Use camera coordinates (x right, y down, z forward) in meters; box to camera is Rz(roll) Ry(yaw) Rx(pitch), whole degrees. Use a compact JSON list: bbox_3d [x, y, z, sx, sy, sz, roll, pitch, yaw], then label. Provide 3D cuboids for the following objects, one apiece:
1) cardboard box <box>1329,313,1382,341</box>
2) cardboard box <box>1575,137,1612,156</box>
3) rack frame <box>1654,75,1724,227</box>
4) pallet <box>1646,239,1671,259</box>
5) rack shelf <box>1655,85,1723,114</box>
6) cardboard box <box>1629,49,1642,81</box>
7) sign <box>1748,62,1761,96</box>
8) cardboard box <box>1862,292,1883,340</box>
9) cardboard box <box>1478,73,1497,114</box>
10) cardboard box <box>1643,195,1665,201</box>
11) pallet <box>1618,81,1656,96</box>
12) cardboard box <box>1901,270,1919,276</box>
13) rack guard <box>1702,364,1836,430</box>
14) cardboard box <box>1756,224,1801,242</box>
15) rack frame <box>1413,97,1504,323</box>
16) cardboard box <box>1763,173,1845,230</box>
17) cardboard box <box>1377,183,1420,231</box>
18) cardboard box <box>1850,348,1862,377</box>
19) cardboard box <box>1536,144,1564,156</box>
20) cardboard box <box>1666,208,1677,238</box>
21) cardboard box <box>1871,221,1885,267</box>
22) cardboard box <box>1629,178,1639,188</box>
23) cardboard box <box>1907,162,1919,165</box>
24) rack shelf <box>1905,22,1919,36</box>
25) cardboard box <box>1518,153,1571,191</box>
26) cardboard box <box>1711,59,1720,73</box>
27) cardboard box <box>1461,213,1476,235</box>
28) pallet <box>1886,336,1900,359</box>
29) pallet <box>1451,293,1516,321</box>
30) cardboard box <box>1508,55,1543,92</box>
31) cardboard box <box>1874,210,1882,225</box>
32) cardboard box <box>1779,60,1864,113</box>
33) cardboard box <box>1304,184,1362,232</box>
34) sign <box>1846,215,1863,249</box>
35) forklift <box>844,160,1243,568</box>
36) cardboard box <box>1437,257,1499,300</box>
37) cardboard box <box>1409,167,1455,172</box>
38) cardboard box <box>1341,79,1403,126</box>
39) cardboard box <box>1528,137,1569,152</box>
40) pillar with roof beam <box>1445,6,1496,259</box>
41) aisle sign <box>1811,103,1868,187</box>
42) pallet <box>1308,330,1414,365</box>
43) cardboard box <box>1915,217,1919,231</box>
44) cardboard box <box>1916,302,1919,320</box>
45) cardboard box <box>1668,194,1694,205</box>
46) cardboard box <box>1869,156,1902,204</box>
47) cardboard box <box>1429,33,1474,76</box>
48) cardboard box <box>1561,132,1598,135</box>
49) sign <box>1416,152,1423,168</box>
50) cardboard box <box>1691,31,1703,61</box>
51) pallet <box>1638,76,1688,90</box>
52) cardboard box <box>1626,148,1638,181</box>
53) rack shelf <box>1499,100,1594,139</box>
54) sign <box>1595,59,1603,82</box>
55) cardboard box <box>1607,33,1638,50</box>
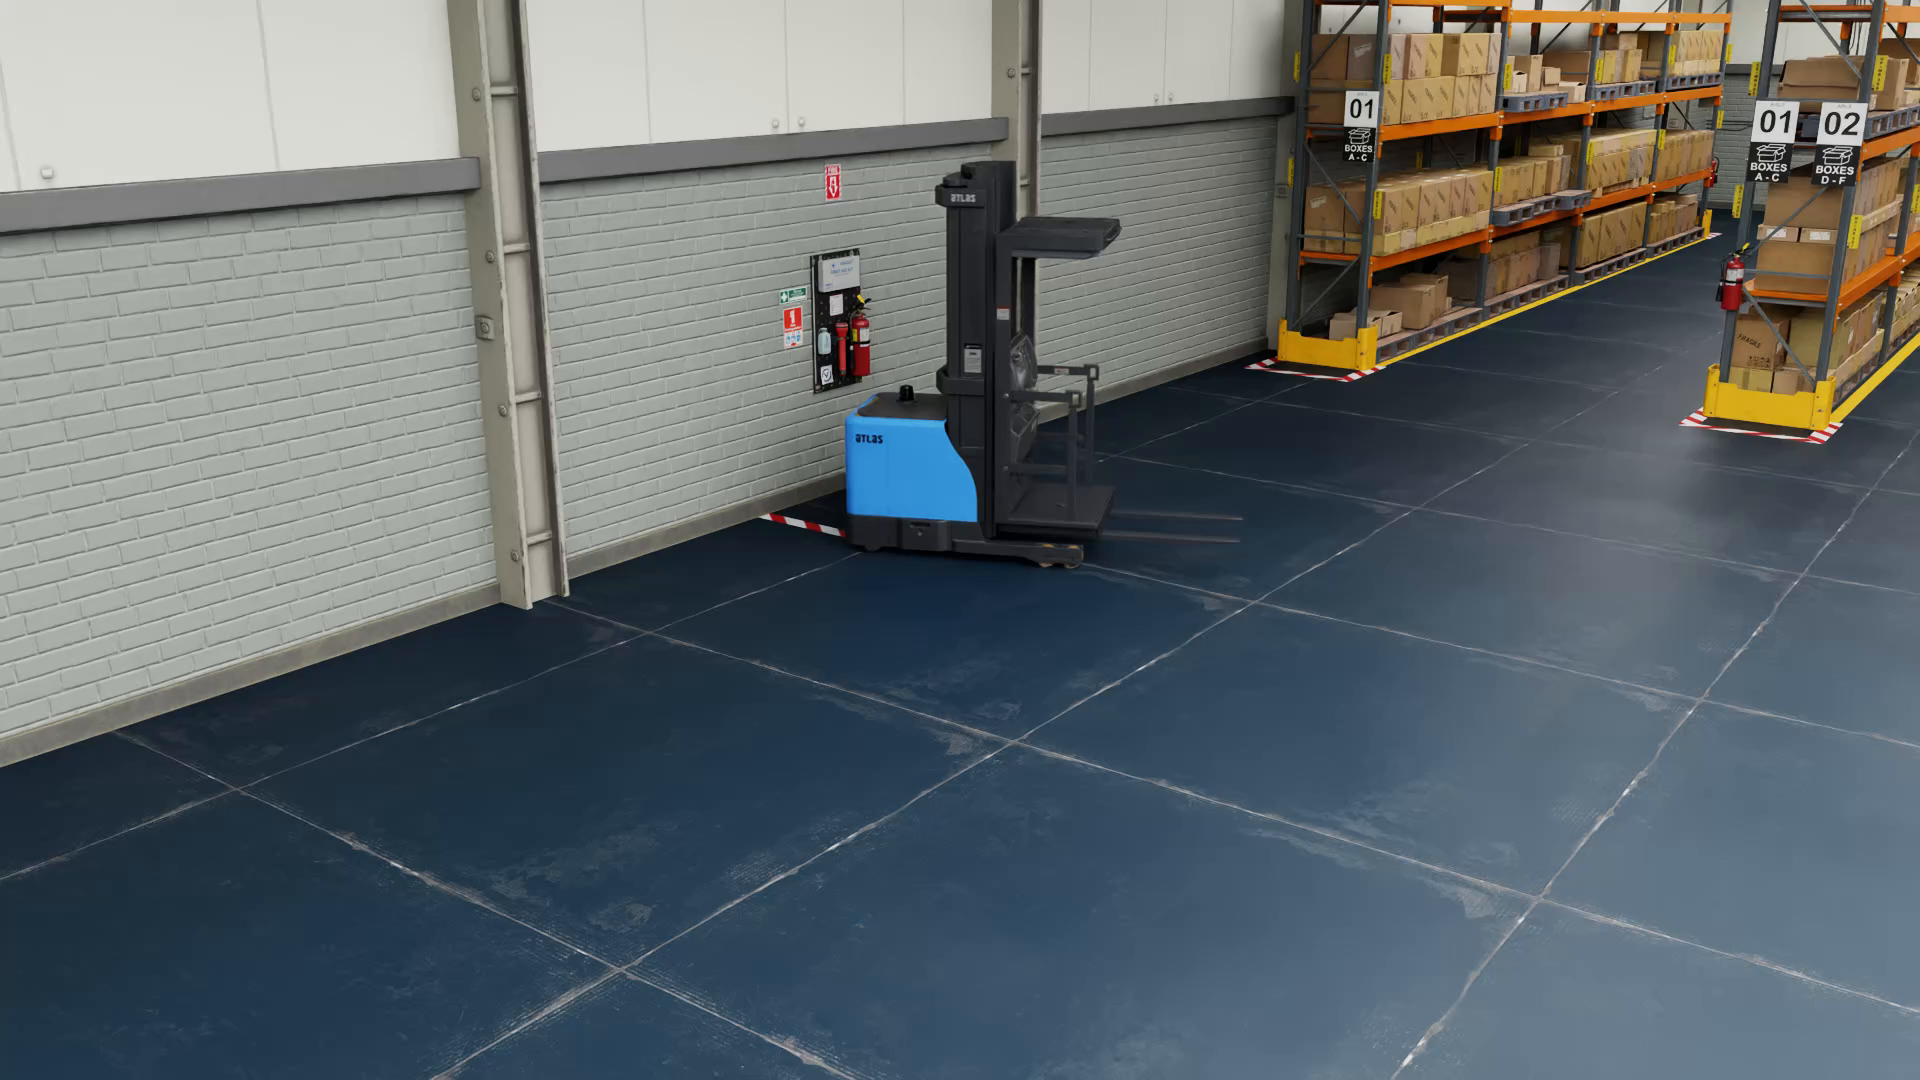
[{"bbox_3d":[4.865,-2.631,20.451,0.500,0.311,0.500,10,20,29],"label":"cardboard box"},{"bbox_3d":[9.944,-6.210,26.215,0.500,0.250,0.500,12,21,34],"label":"cardboard box"},{"bbox_3d":[13.914,-7.367,31.910,1.000,3.000,0.127,12,21,35],"label":"rack frame"},{"bbox_3d":[12.046,-5.250,29.794,1.003,0.211,1.213,12,21,35],"label":"pallet"},{"bbox_3d":[12.722,-7.980,30.037,1.077,0.370,4.000,12,21,35],"label":"rack shelf"},{"bbox_3d":[10.918,-7.915,27.704,0.700,0.500,0.500,11,20,32],"label":"cardboard box"},{"bbox_3d":[7.933,-4.599,16.577,0.100,0.325,0.005,12,21,35],"label":"sign"},{"bbox_3d":[10.336,-2.614,19.267,0.500,0.500,0.500,12,21,35],"label":"cardboard box"},{"bbox_3d":[6.660,-5.834,21.713,0.500,0.500,0.500,13,22,36],"label":"cardboard box"},{"bbox_3d":[12.889,-6.323,30.961,0.380,0.149,0.250,13,21,35],"label":"cardboard box"},{"bbox_3d":[11.024,-7.528,27.694,0.805,0.209,1.217,11,21,33],"label":"pallet"},{"bbox_3d":[12.709,-3.449,22.276,0.500,0.311,0.500,12,21,34],"label":"cardboard box"},{"bbox_3d":[8.347,-1.482,17.174,1.175,0.500,0.348,12,21,35],"label":"rack guard"},{"bbox_3d":[8.436,-3.164,17.112,0.380,0.149,0.250,12,21,34],"label":"cardboard box"},{"bbox_3d":[6.764,-4.509,22.706,1.000,3.000,0.127,12,21,35],"label":"rack frame"},{"bbox_3d":[8.681,-3.471,17.006,0.700,0.500,0.500,13,21,35],"label":"cardboard box"},{"bbox_3d":[5.209,-4.029,20.115,0.500,0.500,0.500,12,21,35],"label":"cardboard box"},{"bbox_3d":[9.754,-2.015,18.602,0.500,0.250,0.500,12,21,35],"label":"cardboard box"},{"bbox_3d":[8.966,-5.942,25.316,0.380,0.149,0.250,9,20,28],"label":"cardboard box"},{"bbox_3d":[12.668,-5.822,30.441,0.700,0.500,0.500,13,21,36],"label":"cardboard box"},{"bbox_3d":[10.176,-3.449,19.123,0.700,0.500,0.500,12,21,34],"label":"cardboard box"},{"bbox_3d":[11.124,-5.982,27.839,0.380,0.149,0.250,12,21,35],"label":"cardboard box"},{"bbox_3d":[14.111,-5.190,24.021,0.500,0.500,0.700,-15,23,-40],"label":"cardboard box"},{"bbox_3d":[14.319,-7.394,23.768,1.077,0.370,4.000,12,21,35],"label":"rack shelf"},{"bbox_3d":[8.875,-5.606,25.328,0.700,0.500,0.500,10,20,28],"label":"cardboard box"},{"bbox_3d":[13.691,-8.755,30.697,0.500,0.250,0.500,13,22,36],"label":"cardboard box"},{"bbox_3d":[6.421,-4.163,21.812,0.500,0.250,0.500,13,21,35],"label":"cardboard box"},{"bbox_3d":[11.152,-2.485,20.891,1.003,0.211,1.213,12,21,35],"label":"pallet"},{"bbox_3d":[7.226,-3.363,23.717,1.003,0.211,1.213,12,21,35],"label":"pallet"},{"bbox_3d":[7.889,-6.600,23.504,0.500,0.500,0.500,12,21,33],"label":"cardboard box"},{"bbox_3d":[9.997,-3.587,18.475,0.380,0.149,0.250,13,22,36],"label":"cardboard box"},{"bbox_3d":[8.707,-4.567,16.717,0.797,0.503,0.637,14,22,38],"label":"cardboard box"},{"bbox_3d":[4.491,-4.002,20.028,0.500,0.500,0.500,12,21,34],"label":"cardboard box"},{"bbox_3d":[8.803,-3.034,16.361,0.100,0.325,0.005,12,21,35],"label":"sign"},{"bbox_3d":[0.675,-1.360,12.680,3.031,2.935,1.130,4,18,11],"label":"forklift"},{"bbox_3d":[7.189,-3.704,23.585,0.700,0.500,0.500,13,22,37],"label":"cardboard box"},{"bbox_3d":[6.316,-4.730,22.372,0.500,0.500,0.500,12,21,33],"label":"cardboard box"},{"bbox_3d":[4.780,-5.082,19.290,0.500,0.500,0.500,13,22,36],"label":"cardboard box"},{"bbox_3d":[9.209,-6.173,26.096,0.500,0.250,0.500,13,22,36],"label":"cardboard box"},{"bbox_3d":[11.135,-7.409,21.930,9.100,9.000,0.400,12,21,35],"label":"pillar with roof beam"},{"bbox_3d":[8.568,-3.854,16.212,0.394,0.787,0.004,12,21,35],"label":"aisle sign"},{"bbox_3d":[4.938,-2.430,20.713,1.003,0.211,1.213,12,21,35],"label":"pallet"},{"bbox_3d":[12.814,-4.204,22.148,0.380,0.149,0.250,12,21,35],"label":"cardboard box"},{"bbox_3d":[12.404,-3.064,21.980,0.500,0.250,0.500,13,21,36],"label":"cardboard box"},{"bbox_3d":[13.495,-6.376,31.129,0.380,0.149,0.250,13,22,36],"label":"cardboard box"},{"bbox_3d":[10.485,-4.195,19.339,0.700,0.500,0.500,13,21,35],"label":"cardboard box"},{"bbox_3d":[6.062,-6.050,20.724,0.500,0.500,0.500,12,21,33],"label":"cardboard box"},{"bbox_3d":[10.132,-6.539,27.274,0.500,0.250,0.500,12,21,33],"label":"cardboard box"},{"bbox_3d":[6.316,-5.159,22.847,0.100,0.325,0.005,12,21,35],"label":"sign"},{"bbox_3d":[12.772,-8.744,29.398,0.500,0.500,0.500,13,21,35],"label":"cardboard box"},{"bbox_3d":[12.026,-7.998,29.032,1.003,0.211,1.213,12,21,35],"label":"pallet"},{"bbox_3d":[10.856,-6.218,27.505,0.500,0.500,0.500,12,21,35],"label":"cardboard box"},{"bbox_3d":[7.955,-6.074,23.902,1.077,0.370,4.000,12,21,35],"label":"rack shelf"},{"bbox_3d":[9.582,-7.045,24.942,0.100,0.325,0.005,12,21,35],"label":"sign"},{"bbox_3d":[10.901,-8.277,27.605,0.500,0.250,0.500,14,22,39],"label":"cardboard box"}]
